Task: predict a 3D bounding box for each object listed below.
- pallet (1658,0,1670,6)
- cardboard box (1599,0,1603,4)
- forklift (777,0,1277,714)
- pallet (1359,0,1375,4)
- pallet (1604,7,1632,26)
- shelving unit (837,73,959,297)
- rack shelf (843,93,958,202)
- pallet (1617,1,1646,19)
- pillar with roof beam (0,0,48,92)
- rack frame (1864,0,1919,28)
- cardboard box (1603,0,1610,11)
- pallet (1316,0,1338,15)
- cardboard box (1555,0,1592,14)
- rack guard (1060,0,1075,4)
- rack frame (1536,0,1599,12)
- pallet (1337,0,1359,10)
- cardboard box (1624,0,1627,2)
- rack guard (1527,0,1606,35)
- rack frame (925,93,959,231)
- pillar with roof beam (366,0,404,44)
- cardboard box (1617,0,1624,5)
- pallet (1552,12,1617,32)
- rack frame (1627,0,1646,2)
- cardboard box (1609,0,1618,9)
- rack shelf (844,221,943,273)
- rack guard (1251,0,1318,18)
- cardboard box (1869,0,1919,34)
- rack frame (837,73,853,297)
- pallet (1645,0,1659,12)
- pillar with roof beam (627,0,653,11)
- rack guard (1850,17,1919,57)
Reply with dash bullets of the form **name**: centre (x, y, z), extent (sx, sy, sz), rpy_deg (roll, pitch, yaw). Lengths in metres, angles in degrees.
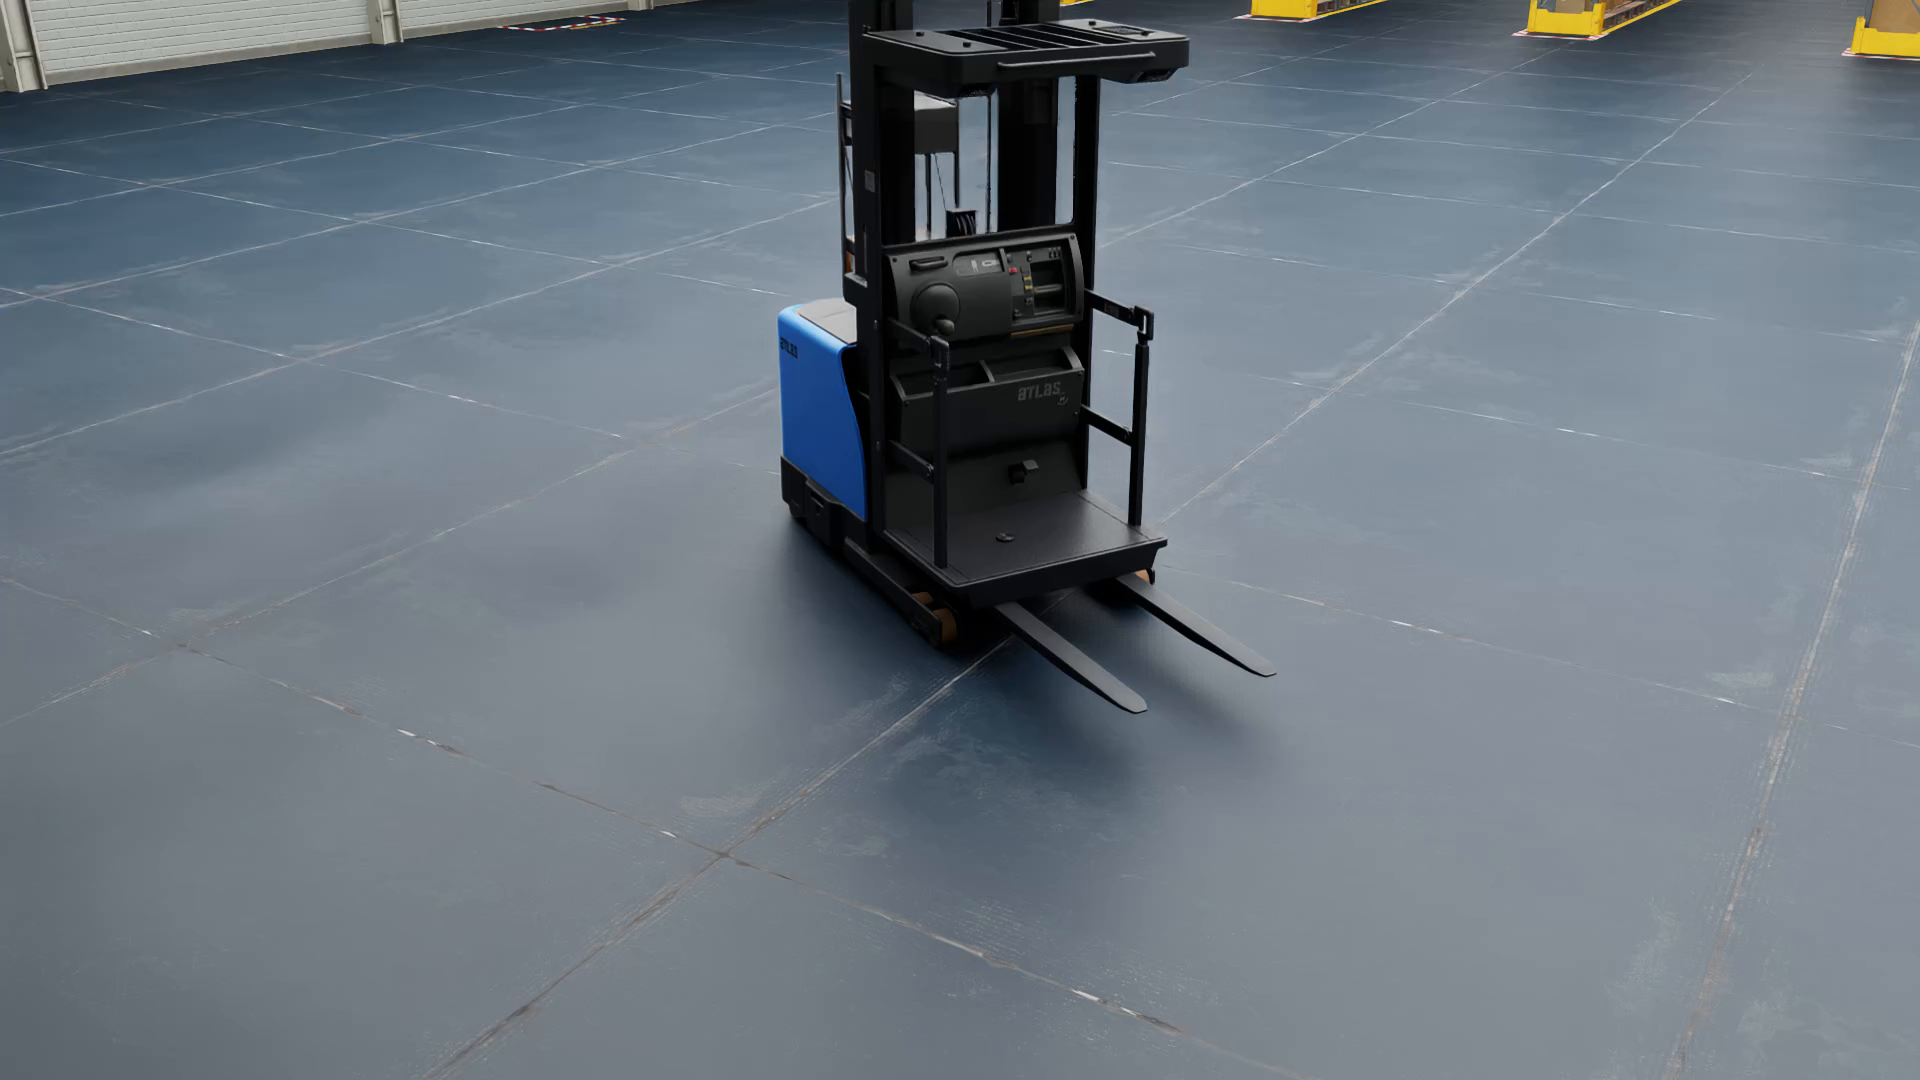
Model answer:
- **pallet**: centre (13.283, -10.638, 32.557), extent (1.003, 0.211, 1.213), rpy_deg (14, 27, 29)
- **cardboard box**: centre (10.750, -9.353, 28.696), extent (0.500, 0.500, 0.500), rpy_deg (-20, 31, -39)
- **forklift**: centre (0.227, -1.087, 7.072), extent (1.130, 2.935, 3.031), rpy_deg (-12, 26, -26)
- **pallet**: centre (7.633, -10.781, 32.888), extent (1.003, 0.211, 1.213), rpy_deg (14, 27, 29)
- **pallet**: centre (11.264, -9.314, 29.499), extent (1.003, 0.211, 1.213), rpy_deg (14, 27, 29)
- **shelving unit**: centre (-0.315, -1.378, 8.790), extent (0.503, 2.100, 0.431), rpy_deg (-10, 25, -23)
- **rack shelf**: centre (-0.315, -2.008, 8.517), extent (0.480, 0.518, 0.431), rpy_deg (-10, 25, -23)
- **pallet**: centre (11.906, -9.727, 30.453), extent (1.003, 0.211, 1.213), rpy_deg (14, 27, 29)
- **pillar with roof beam**: centre (-8.707, -9.198, 18.170), extent (9.100, 9.000, 0.400), rpy_deg (14, 27, 29)
- **rack frame**: centre (14.281, -8.817, 24.842), extent (1.000, 3.000, 0.127), rpy_deg (14, 27, 29)
- **cardboard box**: centre (11.097, -9.560, 29.175), extent (0.500, 0.500, 0.500), rpy_deg (17, 29, 34)
- **pallet**: centre (6.346, -9.958, 30.986), extent (1.003, 0.211, 1.213), rpy_deg (14, 27, 29)
- **cardboard box**: centre (10.464, -9.144, 28.214), extent (0.500, 0.500, 0.500), rpy_deg (20, 30, 38)
- **rack guard**: centre (1.694, -10.813, 32.598), extent (1.175, 0.500, 0.348), rpy_deg (14, 27, 29)
- **rack frame**: centre (10.121, -9.891, 27.322), extent (1.000, 3.000, 0.127), rpy_deg (14, 27, 29)
- **pallet**: centre (6.990, -10.368, 31.933), extent (1.003, 0.211, 1.213), rpy_deg (14, 27, 29)
- **cardboard box**: centre (11.986, -10.160, 30.561), extent (0.500, 0.500, 0.500), rpy_deg (13, 27, 27)
- **rack guard**: centre (10.161, -8.769, 27.877), extent (1.175, 0.500, 0.348), rpy_deg (14, 27, 29)
- **rack frame**: centre (-0.094, -1.418, 8.884), extent (0.015, 2.100, 0.400), rpy_deg (-10, 25, -23)
- **pillar with roof beam**: centre (-5.542, -11.223, 22.848), extent (9.100, 9.000, 0.400), rpy_deg (14, 27, 29)
- **cardboard box**: centre (11.690, -9.965, 30.111), extent (0.500, 0.500, 0.500), rpy_deg (-18, 29, -36)
- **pallet**: centre (10.619, -8.904, 28.551), extent (1.003, 0.211, 1.213), rpy_deg (14, 27, 29)
- **rack frame**: centre (12.231, -11.241, 30.440), extent (1.000, 3.000, 0.127), rpy_deg (14, 27, 29)
- **cardboard box**: centre (11.429, -9.739, 29.589), extent (0.500, 0.500, 0.500), rpy_deg (11, 26, 24)
- **rack shelf**: centre (-0.315, -1.365, 8.795), extent (0.480, 0.518, 0.431), rpy_deg (-10, 25, -23)
- **rack guard**: centre (5.913, -9.817, 30.298), extent (1.175, 0.500, 0.348), rpy_deg (14, 27, 29)
- **cardboard box**: centre (14.583, -8.278, 25.741), extent (0.875, 0.875, 0.875), rpy_deg (14, 27, 29)
- **rack frame**: centre (-0.537, -1.337, 8.696), extent (0.015, 2.100, 0.400), rpy_deg (-10, 25, -23)
- **pallet**: centre (12.640, -10.224, 31.602), extent (1.003, 0.211, 1.213), rpy_deg (14, 27, 29)
- **pillar with roof beam**: centre (-2.377, -13.248, 27.526), extent (9.100, 9.000, 0.400), rpy_deg (14, 27, 29)
- **rack guard**: centre (14.268, -7.662, 25.320), extent (1.175, 0.500, 0.348), rpy_deg (14, 27, 29)
